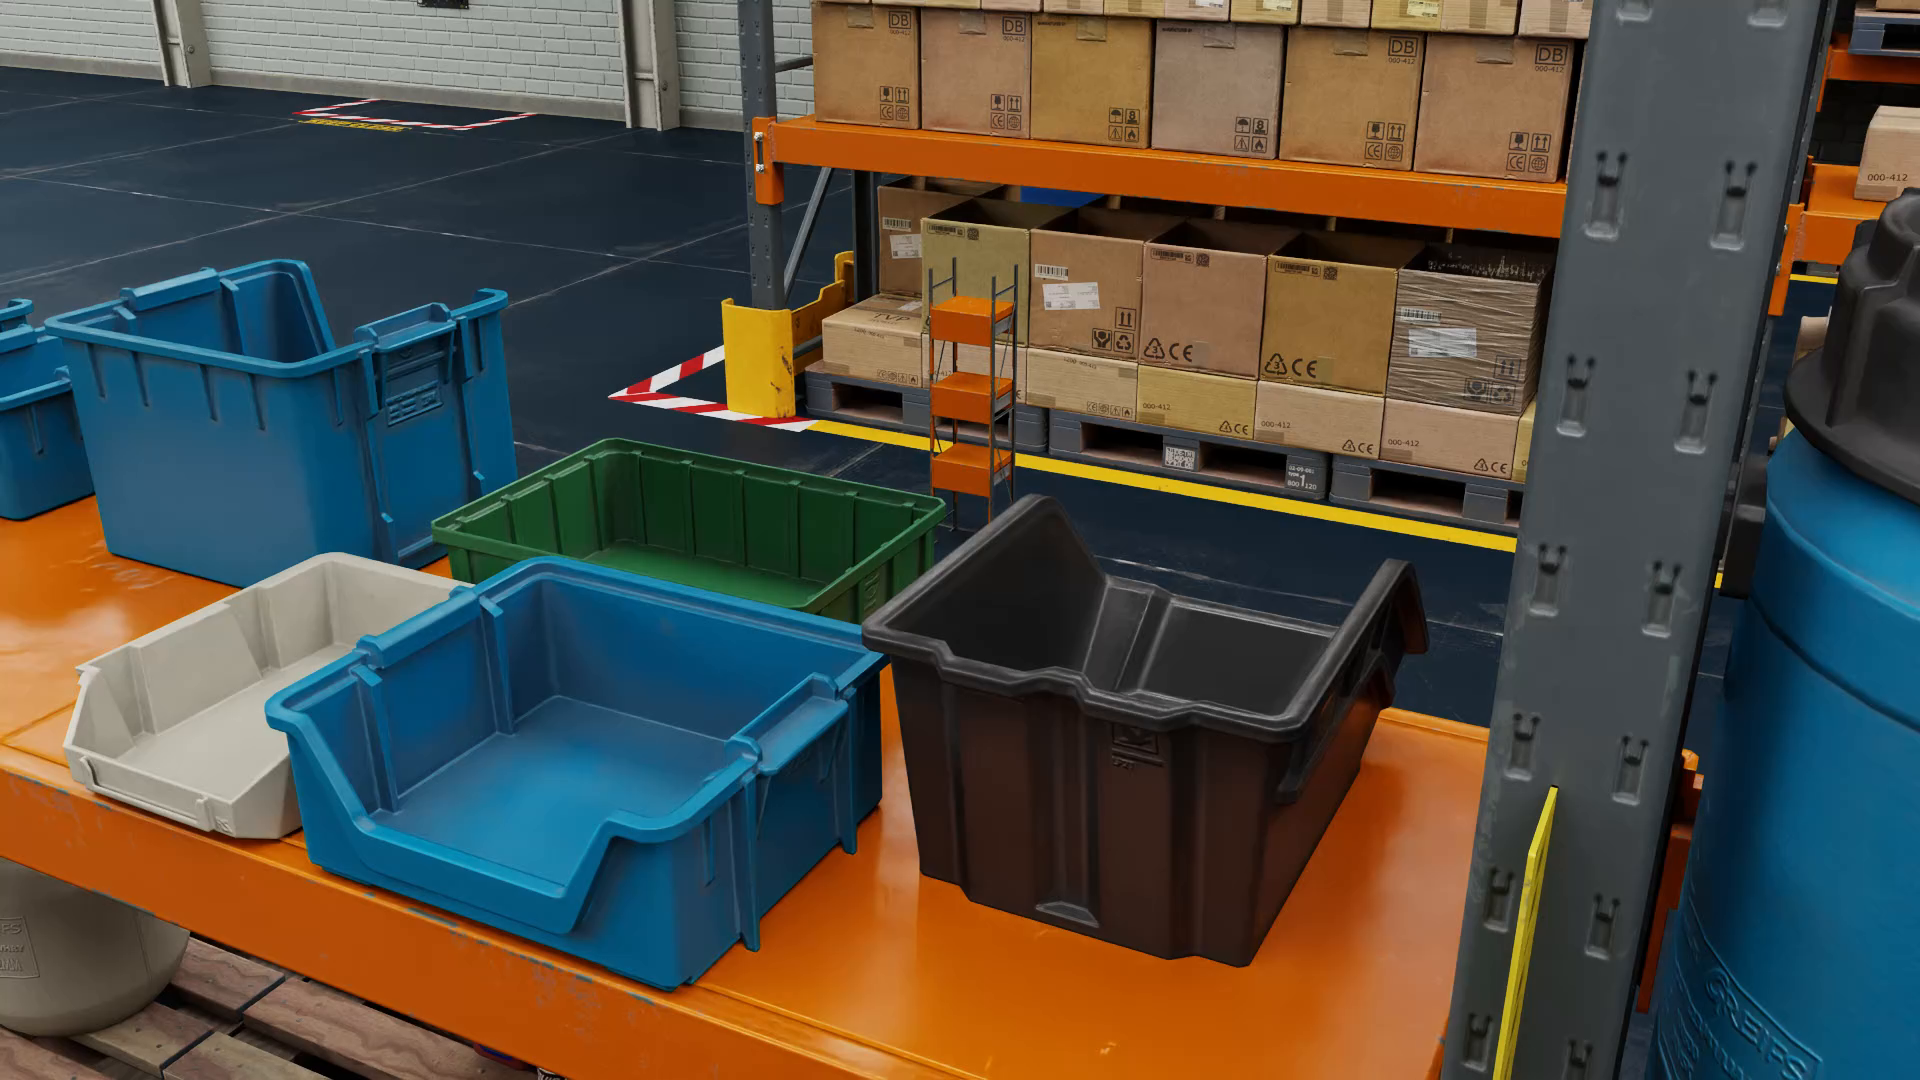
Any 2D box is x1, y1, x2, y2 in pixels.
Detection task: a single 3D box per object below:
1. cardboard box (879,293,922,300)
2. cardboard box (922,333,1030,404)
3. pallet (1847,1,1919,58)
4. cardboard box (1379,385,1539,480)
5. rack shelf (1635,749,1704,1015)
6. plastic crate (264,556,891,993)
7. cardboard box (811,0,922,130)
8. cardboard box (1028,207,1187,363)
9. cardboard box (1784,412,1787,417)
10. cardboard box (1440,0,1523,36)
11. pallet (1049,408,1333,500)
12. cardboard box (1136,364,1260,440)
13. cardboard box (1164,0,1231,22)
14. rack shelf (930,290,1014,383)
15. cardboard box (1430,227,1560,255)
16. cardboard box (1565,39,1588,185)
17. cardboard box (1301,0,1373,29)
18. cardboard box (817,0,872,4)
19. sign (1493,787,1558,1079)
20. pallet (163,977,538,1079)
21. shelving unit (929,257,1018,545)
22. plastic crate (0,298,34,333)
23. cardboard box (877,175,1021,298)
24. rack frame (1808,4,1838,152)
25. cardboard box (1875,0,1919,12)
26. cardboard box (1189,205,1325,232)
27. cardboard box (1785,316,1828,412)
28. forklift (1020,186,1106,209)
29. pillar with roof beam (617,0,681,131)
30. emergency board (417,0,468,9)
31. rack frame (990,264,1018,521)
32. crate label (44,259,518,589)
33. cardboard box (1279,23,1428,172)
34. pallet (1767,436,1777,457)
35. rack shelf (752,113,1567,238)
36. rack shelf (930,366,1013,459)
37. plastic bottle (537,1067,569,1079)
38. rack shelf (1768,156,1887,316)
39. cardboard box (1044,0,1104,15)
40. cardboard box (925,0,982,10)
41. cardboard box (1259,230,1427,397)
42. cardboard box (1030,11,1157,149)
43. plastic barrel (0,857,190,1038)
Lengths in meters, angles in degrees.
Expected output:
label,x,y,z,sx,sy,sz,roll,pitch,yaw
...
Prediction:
label,x,y,z,sx,sy,sz,roll,pitch,yaw
cardboard box,-0.046,-1.087,7.950,0.500,0.250,0.500,11,25,25
cardboard box,0.168,-0.819,7.320,0.500,0.250,0.500,11,25,25
pallet,5.760,-2.901,9.484,1.213,0.211,1.003,11,25,25
cardboard box,1.957,-0.470,6.498,0.500,0.250,0.500,11,25,25
rack shelf,2.458,0.969,1.057,4.000,0.370,1.077,11,25,25
plastic crate,-0.437,0.253,2.013,0.616,0.251,0.499,11,25,25
cardboard box,-0.247,-2.110,7.250,0.500,0.500,0.700,11,25,25
cardboard box,0.619,-1.080,6.975,0.500,0.500,0.500,11,25,25
cardboard box,3.412,-0.400,6.335,0.500,0.250,0.500,11,25,24
cardboard box,1.883,-1.898,5.923,0.250,0.149,0.380,11,25,24
pallet,1.128,-0.531,7.229,1.213,0.211,1.003,11,25,25
cardboard box,1.058,-0.641,6.901,0.500,0.250,0.500,11,25,25
cardboard box,0.966,-2.079,6.349,0.250,0.149,0.380,11,26,25
rack shelf,0.048,-0.725,5.915,0.240,0.259,0.215,11,25,25
cardboard box,2.189,-0.994,6.773,0.500,0.500,0.500,11,25,25
cardboard box,2.513,-1.567,5.973,0.500,0.500,0.700,10,25,23
cardboard box,1.440,-1.987,6.132,0.250,0.149,0.380,12,26,26
cardboard box,-0.405,-2.351,6.988,0.250,0.149,0.380,11,25,24
sign,0.415,0.348,1.246,0.005,0.325,0.100,11,25,25
pallet,-1.000,1.220,3.111,1.213,0.211,1.003,11,25,25
shelving unit,0.048,-0.474,6.022,0.252,1.050,0.215,11,25,25
plastic crate,-2.315,-0.369,3.475,0.616,0.251,0.499,11,25,25
cardboard box,-0.045,-1.433,7.805,0.500,0.500,0.500,11,25,25
rack frame,5.143,-3.175,9.883,0.127,3.000,1.000,11,25,25
cardboard box,5.582,-3.322,9.538,0.500,0.500,0.700,11,26,25
cardboard box,1.299,-1.173,7.193,0.500,0.500,0.500,11,25,25
cardboard box,3.402,-0.659,6.227,0.500,0.311,0.500,11,25,25
forklift,1.541,-2.529,8.451,3.031,2.935,1.130,5,24,12
pillar with roof beam,-4.709,-6.377,9.746,0.400,9.000,9.100,11,25,25
emergency board,-4.954,-5.577,15.531,0.626,1.169,0.157,11,25,25
rack frame,0.157,-0.452,5.972,0.008,1.050,0.200,11,25,25
crate label,-1.132,-0.207,2.859,0.616,0.435,0.502,11,25,25
cardboard box,1.593,-1.747,6.398,0.500,0.500,0.700,12,26,25
pallet,3.586,-0.045,6.085,1.213,0.211,1.003,11,25,25
rack shelf,1.127,-1.466,6.785,4.000,0.370,1.077,11,25,25
rack shelf,0.048,-0.464,6.026,0.240,0.259,0.215,11,25,25
plastic bottle,-0.763,0.961,3.172,0.097,0.201,0.097,0,23,0
rack shelf,4.696,-0.760,5.124,4.000,0.370,1.077,11,25,25
cardboard box,0.517,-2.169,6.561,0.250,0.149,0.380,10,25,23
cardboard box,0.054,-2.260,6.776,0.250,0.149,0.380,11,26,25
cardboard box,1.510,-0.902,6.557,0.500,0.500,0.500,11,25,25
cardboard box,0.664,-1.929,6.825,0.500,0.500,0.700,11,26,25
plastic barrel,-1.827,0.708,3.394,0.421,0.512,0.421,0,23,0
